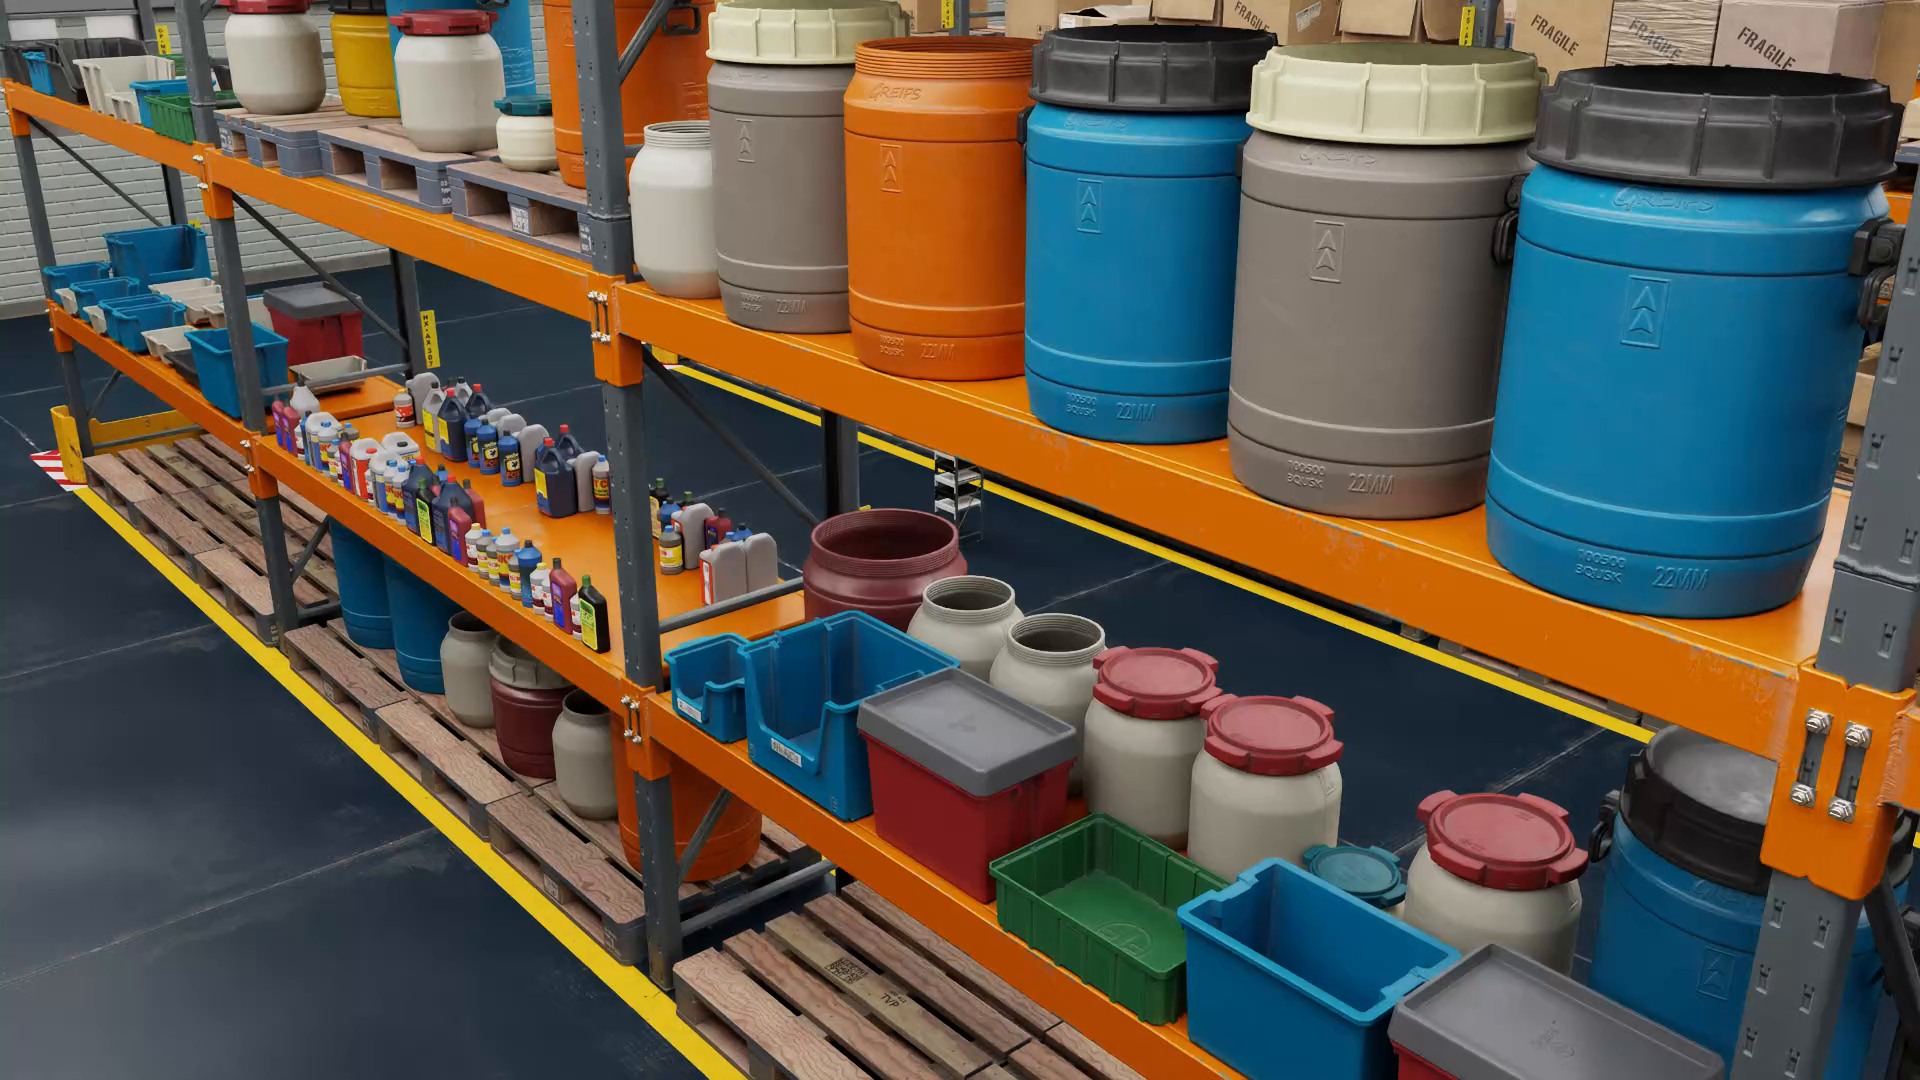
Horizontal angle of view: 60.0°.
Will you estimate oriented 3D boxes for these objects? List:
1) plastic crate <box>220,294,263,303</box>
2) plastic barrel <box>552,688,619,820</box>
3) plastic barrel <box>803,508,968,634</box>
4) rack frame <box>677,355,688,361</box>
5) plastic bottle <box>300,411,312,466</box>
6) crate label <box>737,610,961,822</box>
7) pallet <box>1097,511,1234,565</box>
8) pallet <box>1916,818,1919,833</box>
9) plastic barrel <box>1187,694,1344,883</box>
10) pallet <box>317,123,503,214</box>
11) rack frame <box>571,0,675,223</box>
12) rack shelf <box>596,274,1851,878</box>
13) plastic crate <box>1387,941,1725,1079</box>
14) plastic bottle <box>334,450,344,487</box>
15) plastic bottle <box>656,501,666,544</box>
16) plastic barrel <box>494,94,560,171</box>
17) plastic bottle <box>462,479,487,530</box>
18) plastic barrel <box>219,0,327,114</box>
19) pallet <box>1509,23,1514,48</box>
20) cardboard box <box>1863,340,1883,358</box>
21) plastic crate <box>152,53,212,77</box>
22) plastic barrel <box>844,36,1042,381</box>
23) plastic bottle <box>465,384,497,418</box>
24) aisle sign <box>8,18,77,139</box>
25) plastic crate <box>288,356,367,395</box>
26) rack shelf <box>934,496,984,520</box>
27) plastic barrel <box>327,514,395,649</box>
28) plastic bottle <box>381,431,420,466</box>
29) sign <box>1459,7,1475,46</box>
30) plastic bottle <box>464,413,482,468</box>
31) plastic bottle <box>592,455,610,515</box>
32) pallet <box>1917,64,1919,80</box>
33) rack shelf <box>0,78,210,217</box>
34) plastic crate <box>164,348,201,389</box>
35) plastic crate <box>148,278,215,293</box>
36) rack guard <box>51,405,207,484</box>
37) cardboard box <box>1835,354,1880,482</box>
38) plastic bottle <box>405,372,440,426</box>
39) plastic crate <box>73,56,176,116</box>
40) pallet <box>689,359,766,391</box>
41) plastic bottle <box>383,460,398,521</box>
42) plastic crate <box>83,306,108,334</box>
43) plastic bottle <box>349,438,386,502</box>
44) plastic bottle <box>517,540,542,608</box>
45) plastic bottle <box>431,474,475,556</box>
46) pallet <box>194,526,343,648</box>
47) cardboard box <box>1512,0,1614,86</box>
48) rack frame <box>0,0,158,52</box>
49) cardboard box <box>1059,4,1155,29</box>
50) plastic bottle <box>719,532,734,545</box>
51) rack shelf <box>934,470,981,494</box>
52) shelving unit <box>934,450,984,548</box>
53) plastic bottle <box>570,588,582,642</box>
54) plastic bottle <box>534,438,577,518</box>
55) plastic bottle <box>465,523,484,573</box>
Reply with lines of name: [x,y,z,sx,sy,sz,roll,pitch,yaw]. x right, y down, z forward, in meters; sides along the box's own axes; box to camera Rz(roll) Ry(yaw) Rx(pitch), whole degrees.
plastic crate: [-4.491,-1.419,10.641,0.416,0.233,0.300,-17,27,-37]
plastic barrel: [-1.573,0.932,7.327,0.421,0.512,0.421,0,21,0]
plastic barrel: [-0.272,0.228,6.103,0.600,0.536,0.708,-17,27,-37]
rack frame: [-2.274,-3.154,14.925,1.000,3.000,0.127,-17,27,-37]
plastic bottle: [-3.259,-0.516,8.365,0.097,0.271,0.097,0,21,0]
crate label: [-0.361,0.557,5.399,0.502,0.435,0.616,-17,27,-37]
pallet: [1.698,-0.218,11.252,1.003,0.211,1.213,-17,27,-37]
pallet: [5.050,1.245,7.517,1.003,0.211,1.213,-17,27,-37]
plastic barrel: [0.869,0.758,4.750,0.433,0.535,0.433,0,21,0]
pallet: [-2.087,-1.673,7.288,1.003,0.211,1.213,-17,27,-37]
rack frame: [-0.804,-2.558,5.177,1.000,3.000,0.127,-17,27,-37]
rack shelf: [0.501,-0.274,4.444,1.077,0.370,4.000,-17,27,-37]
plastic crate: [1.259,1.249,3.593,0.402,0.464,0.583,-17,27,-37]
plastic bottle: [-2.981,-0.366,8.077,0.097,0.201,0.097,0,21,0]
plastic bottle: [-1.286,-0.072,7.328,0.097,0.201,0.097,0,21,0]
plastic barrel: [-1.615,-1.554,6.340,0.301,0.262,0.301,0,21,0]
plastic bottle: [-2.149,-0.122,7.343,0.061,0.283,0.133,-17,27,-37]
plastic barrel: [-3.262,-2.321,7.921,0.433,0.535,0.433,0,21,0]
pallet: [5.162,-4.030,13.304,1.213,0.211,1.003,-17,27,-37]
cardboard box: [7.101,-1.055,12.074,1.050,0.750,0.750,-18,28,-38]
plastic crate: [-5.166,-3.069,10.884,0.450,0.188,0.336,-17,27,-37]
plastic barrel: [-0.006,-0.902,4.473,0.600,0.830,0.708,-17,27,-37]
plastic bottle: [-2.447,-0.620,8.522,0.144,0.351,0.185,-17,27,-37]
aisle sign: [-6.298,-3.135,11.310,0.394,0.787,0.004,-17,27,-37]
plastic crate: [-3.611,-0.938,9.545,0.396,0.136,0.243,-17,27,-37]
rack shelf: [-0.005,-0.223,10.903,0.258,0.077,0.200,-17,27,-37]
plastic barrel: [-3.073,0.066,9.005,0.600,0.901,0.708,-17,27,-37]
plastic bottle: [-2.682,-0.374,7.996,0.152,0.276,0.135,-17,27,-37]
sign: [2.522,-2.489,8.294,0.100,0.325,0.005,-17,27,-37]
plastic bottle: [-2.428,-0.503,8.332,0.097,0.271,0.097,0,21,0]
plastic bottle: [-1.651,-0.259,7.709,0.097,0.271,0.097,0,21,0]
pallet: [7.232,-3.240,11.290,1.213,0.211,1.003,-16,26,-35]
rack shelf: [-4.721,-2.484,10.088,1.077,0.370,4.000,-17,27,-37]
plastic crate: [-4.349,-1.015,9.758,0.437,0.125,0.590,-17,27,-37]
plastic crate: [-5.357,-1.698,11.486,0.396,0.136,0.243,-17,27,-37]
rack guard: [-6.052,-0.815,12.379,1.175,0.500,0.348,-17,27,-37]
cardboard box: [4.357,-0.540,7.531,0.797,0.503,0.637,-14,26,-32]
plastic bottle: [-2.913,-0.780,9.034,0.152,0.276,0.135,-17,27,-37]
plastic crate: [-4.813,-2.631,9.638,0.437,0.282,0.530,-17,27,-37]
pallet: [-1.693,-1.654,14.917,1.003,0.211,1.213,-17,27,-37]
plastic bottle: [-2.591,-0.233,7.643,0.097,0.271,0.097,0,21,0]
plastic crate: [-5.525,-1.438,10.822,0.250,0.136,0.298,-17,27,-37]
plastic bottle: [-2.797,-0.338,7.904,0.152,0.276,0.135,-17,27,-37]
plastic bottle: [-1.731,0.131,6.713,0.097,0.271,0.097,0,21,0]
plastic bottle: [-2.210,-0.122,7.250,0.144,0.351,0.185,-17,27,-37]
pallet: [-3.925,0.234,10.096,1.003,0.211,1.213,-17,27,-37]
cardboard box: [3.060,-2.429,8.137,0.500,0.500,0.500,-17,27,-37]
rack frame: [-6.026,-4.769,10.820,1.000,3.000,0.127,-17,27,-37]
cardboard box: [0.985,-3.275,10.667,0.500,0.311,0.500,-19,28,-39]
plastic bottle: [-0.960,0.066,6.976,0.097,0.201,0.097,0,21,0]
rack shelf: [-0.005,-0.390,10.838,0.258,0.077,0.200,-17,27,-37]
shelving unit: [-0.005,-0.421,10.826,0.258,0.900,0.210,-17,27,-37]
plastic bottle: [-1.453,0.281,6.426,0.097,0.201,0.097,0,21,0]
plastic bottle: [-1.876,-0.293,7.688,0.144,0.351,0.185,-17,27,-37]
plastic bottle: [-2.048,0.029,7.069,0.097,0.201,0.097,0,21,0]
